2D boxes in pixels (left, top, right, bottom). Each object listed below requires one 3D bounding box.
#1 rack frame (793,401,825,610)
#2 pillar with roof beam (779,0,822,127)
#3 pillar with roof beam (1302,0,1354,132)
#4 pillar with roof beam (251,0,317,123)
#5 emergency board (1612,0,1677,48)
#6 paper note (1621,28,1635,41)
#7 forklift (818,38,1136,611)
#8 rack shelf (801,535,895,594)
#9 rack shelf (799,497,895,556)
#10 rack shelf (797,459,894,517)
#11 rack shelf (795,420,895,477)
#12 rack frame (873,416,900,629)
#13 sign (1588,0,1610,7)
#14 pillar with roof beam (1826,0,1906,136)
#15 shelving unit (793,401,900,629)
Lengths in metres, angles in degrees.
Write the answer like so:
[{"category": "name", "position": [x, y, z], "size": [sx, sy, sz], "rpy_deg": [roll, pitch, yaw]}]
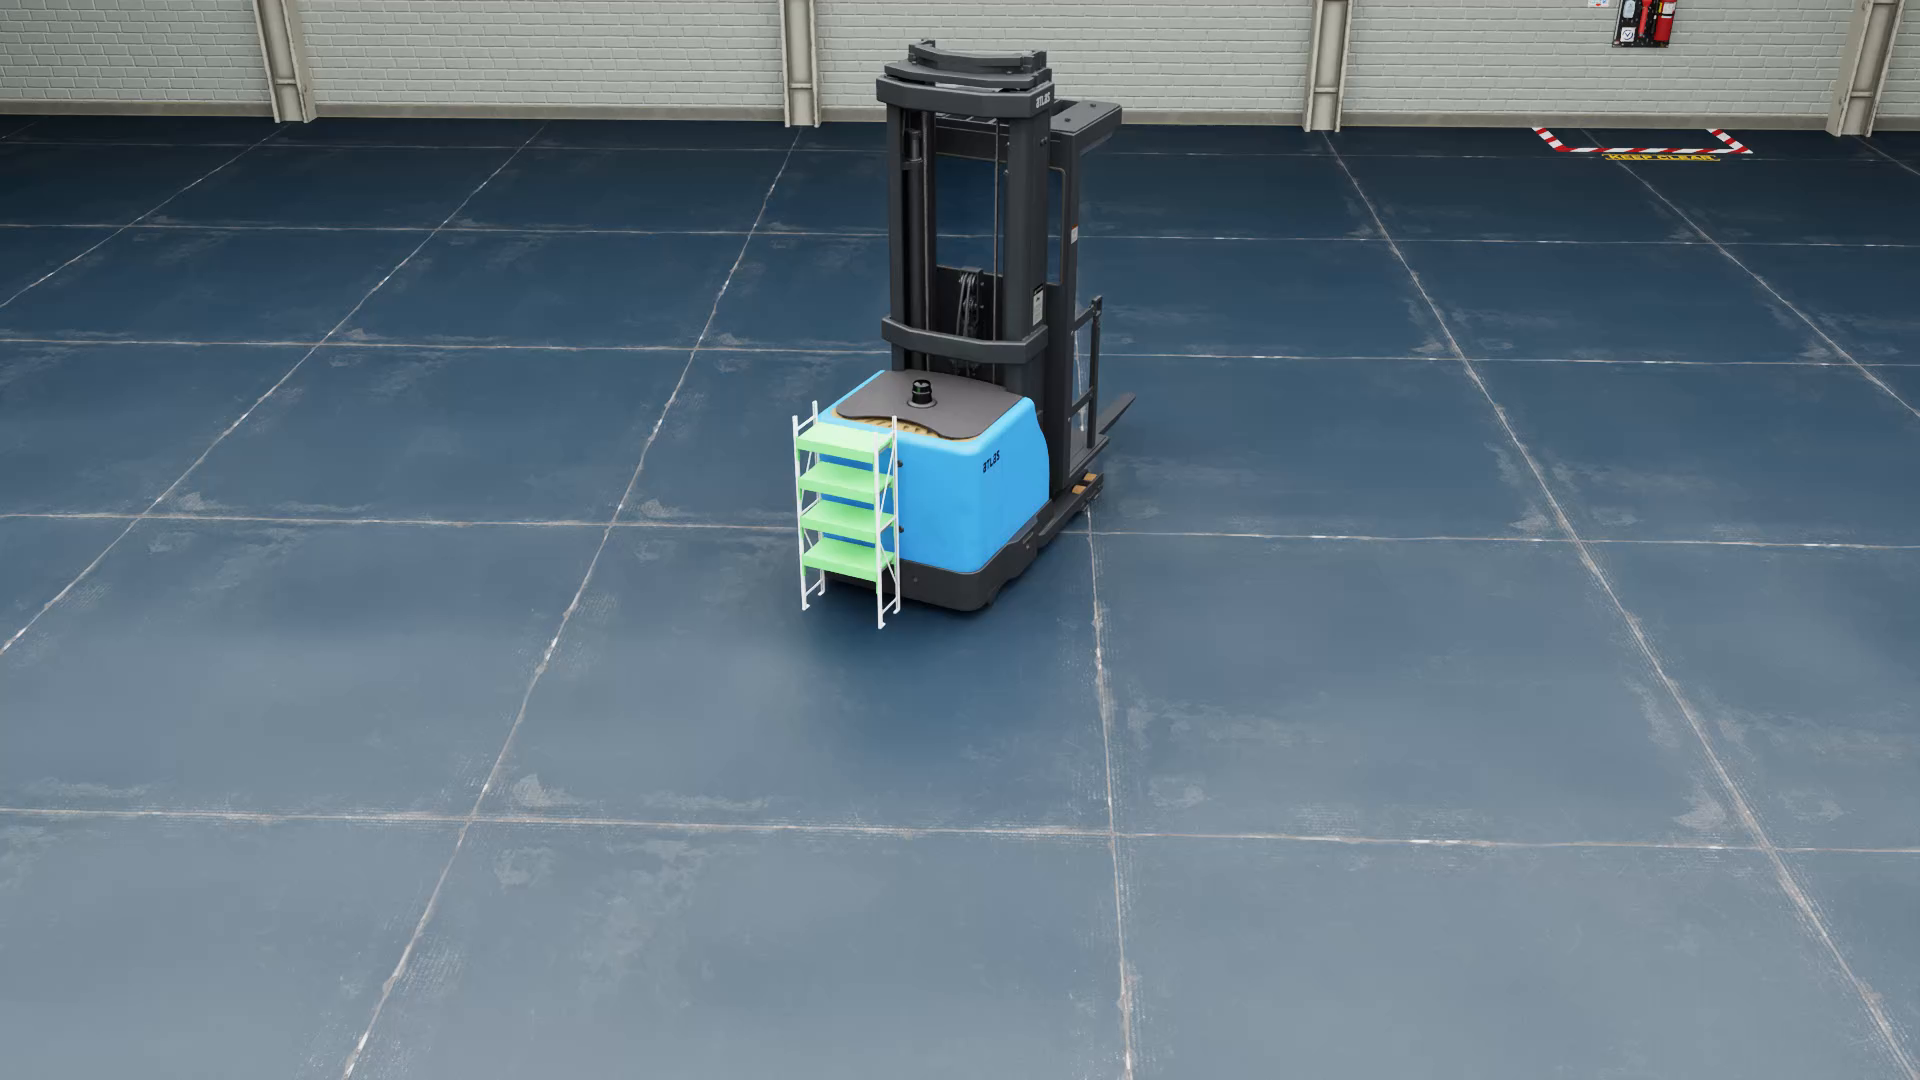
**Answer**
[{"category": "rack frame", "position": [-0.842, -0.181, 9.311], "size": [0.015, 1.200, 0.240], "rpy_deg": [12, 30, 22]}, {"category": "pillar with roof beam", "position": [-1.980, -6.822, 13.512], "size": [0.400, 9.000, 9.100], "rpy_deg": [1, 28, 2]}, {"category": "pillar with roof beam", "position": [4.017, -6.723, 13.325], "size": [0.400, 9.000, 9.100], "rpy_deg": [1, 28, 2]}, {"category": "pillar with roof beam", "position": [-7.976, -6.921, 13.699], "size": [0.400, 9.000, 9.100], "rpy_deg": [1, 28, 2]}, {"category": "emergency board", "position": [7.697, -6.047, 18.455], "size": [0.643, 1.169, 0.194], "rpy_deg": [1, 28, 2]}, {"category": "paper note", "position": [7.522, -5.693, 18.727], "size": [0.142, 0.148, 0.016], "rpy_deg": [1, 28, 2]}, {"category": "forklift", "position": [0.275, -1.559, 10.062], "size": [1.130, 2.935, 3.031], "rpy_deg": [13, 31, 23]}, {"category": "rack shelf", "position": [-0.621, 0.135, 9.362], "size": [0.480, 0.148, 0.258], "rpy_deg": [12, 30, 22]}, {"category": "rack shelf", "position": [-0.621, -0.077, 9.250], "size": [0.480, 0.148, 0.258], "rpy_deg": [12, 30, 22]}, {"category": "rack shelf", "position": [-0.621, -0.289, 9.138], "size": [0.480, 0.148, 0.258], "rpy_deg": [12, 30, 22]}, {"category": "rack shelf", "position": [-0.621, -0.501, 9.025], "size": [0.480, 0.148, 0.258], "rpy_deg": [12, 30, 22]}, {"category": "rack frame", "position": [-0.399, -0.085, 9.130], "size": [0.015, 1.200, 0.240], "rpy_deg": [12, 30, 22]}, {"category": "sign", "position": [7.148, -6.120, 18.555], "size": [0.234, 0.329, 0.001], "rpy_deg": [1, 28, 2]}, {"category": "pillar with roof beam", "position": [10.013, -6.624, 13.138], "size": [0.400, 9.000, 9.100], "rpy_deg": [1, 28, 2]}, {"category": "shelving unit", "position": [-0.621, -0.133, 9.220], "size": [0.503, 1.200, 0.258], "rpy_deg": [12, 30, 22]}]
